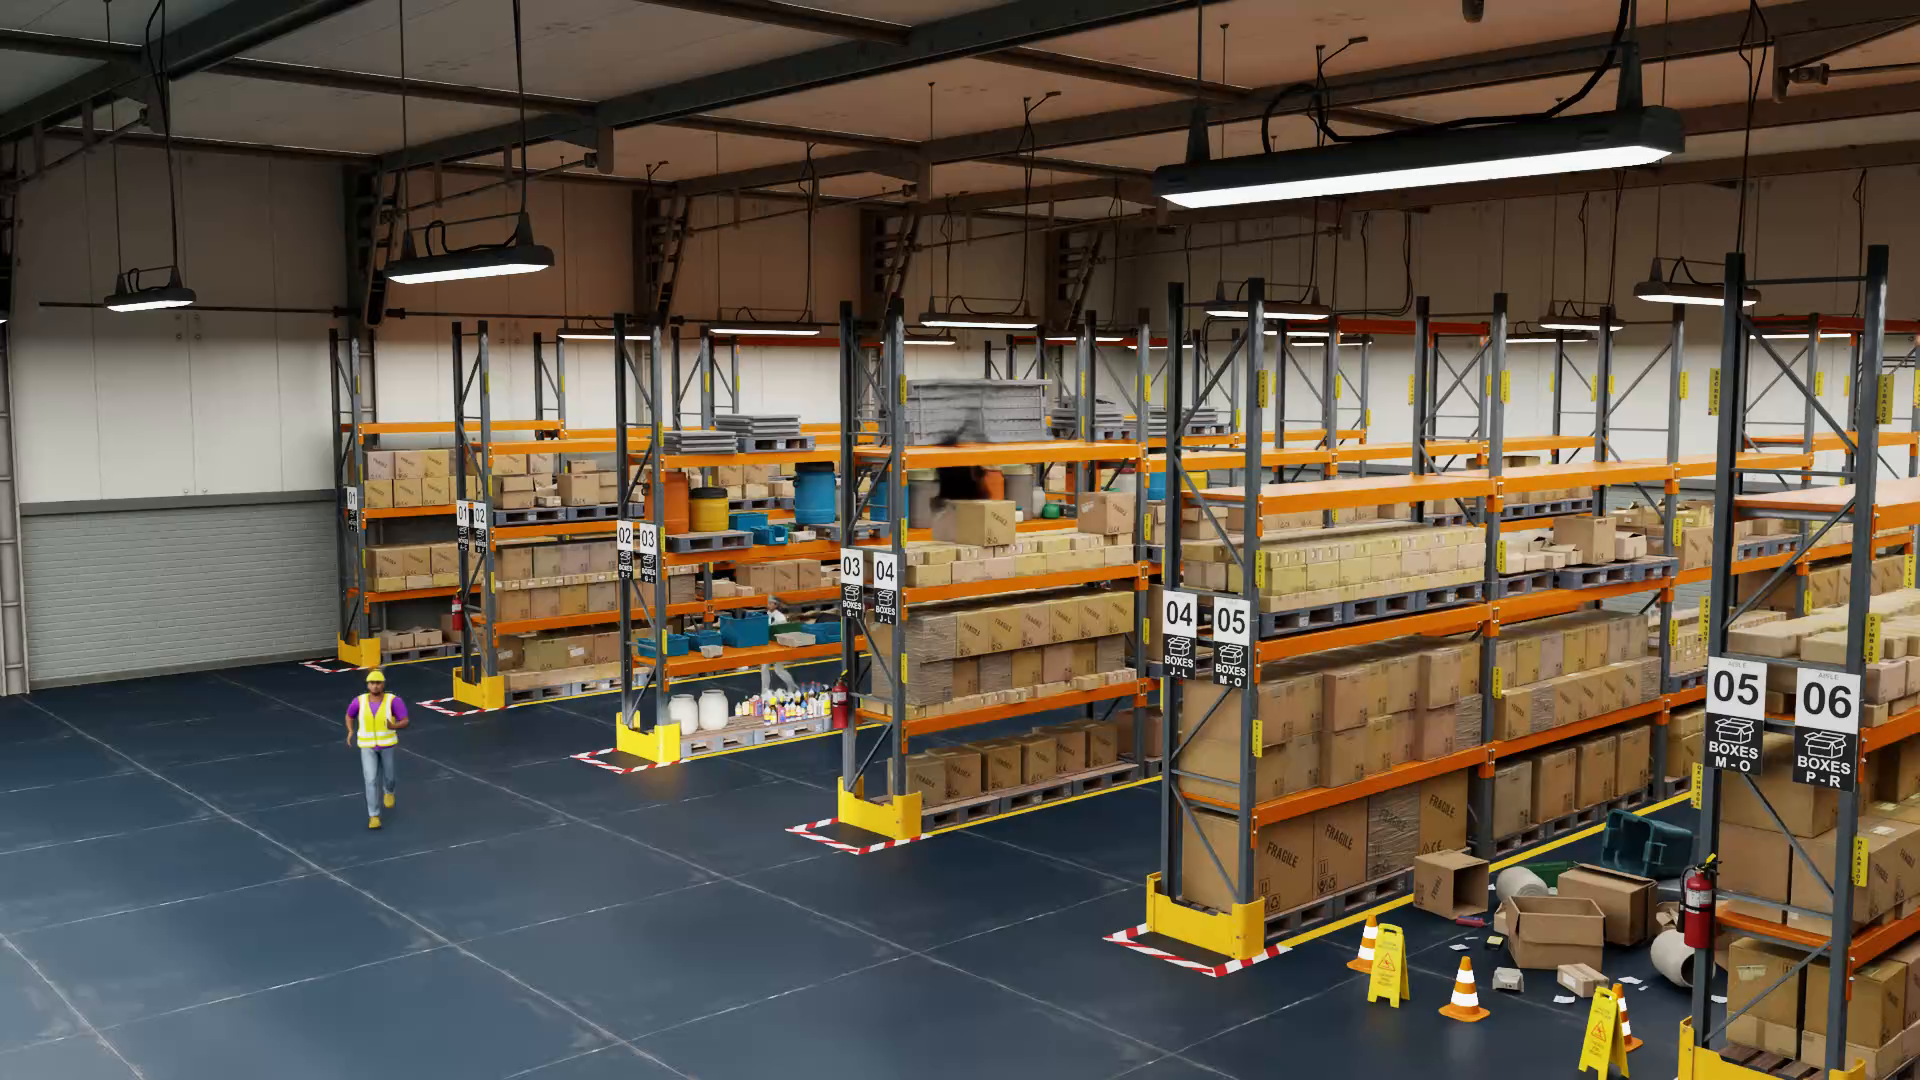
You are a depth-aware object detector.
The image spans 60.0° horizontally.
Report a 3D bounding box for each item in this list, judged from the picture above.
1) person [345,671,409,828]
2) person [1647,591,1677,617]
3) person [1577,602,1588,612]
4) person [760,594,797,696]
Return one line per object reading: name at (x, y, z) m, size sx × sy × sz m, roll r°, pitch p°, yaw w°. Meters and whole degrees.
person at (-6.736, 2.378, 19.238) m, size 0.710 × 1.747 × 0.968 m, roll -2°, pitch 6°, yaw -17°
person at (11.914, 1.624, 28.154) m, size 0.595 × 1.511 × 0.526 m, roll 3°, pitch 6°, yaw 24°
person at (9.889, 1.748, 26.341) m, size 0.897 × 1.647 × 0.564 m, roll -5°, pitch 8°, yaw -44°
person at (-2.949, 1.707, 26.455) m, size 0.602 × 1.716 × 0.796 m, roll 5°, pitch 8°, yaw 42°
